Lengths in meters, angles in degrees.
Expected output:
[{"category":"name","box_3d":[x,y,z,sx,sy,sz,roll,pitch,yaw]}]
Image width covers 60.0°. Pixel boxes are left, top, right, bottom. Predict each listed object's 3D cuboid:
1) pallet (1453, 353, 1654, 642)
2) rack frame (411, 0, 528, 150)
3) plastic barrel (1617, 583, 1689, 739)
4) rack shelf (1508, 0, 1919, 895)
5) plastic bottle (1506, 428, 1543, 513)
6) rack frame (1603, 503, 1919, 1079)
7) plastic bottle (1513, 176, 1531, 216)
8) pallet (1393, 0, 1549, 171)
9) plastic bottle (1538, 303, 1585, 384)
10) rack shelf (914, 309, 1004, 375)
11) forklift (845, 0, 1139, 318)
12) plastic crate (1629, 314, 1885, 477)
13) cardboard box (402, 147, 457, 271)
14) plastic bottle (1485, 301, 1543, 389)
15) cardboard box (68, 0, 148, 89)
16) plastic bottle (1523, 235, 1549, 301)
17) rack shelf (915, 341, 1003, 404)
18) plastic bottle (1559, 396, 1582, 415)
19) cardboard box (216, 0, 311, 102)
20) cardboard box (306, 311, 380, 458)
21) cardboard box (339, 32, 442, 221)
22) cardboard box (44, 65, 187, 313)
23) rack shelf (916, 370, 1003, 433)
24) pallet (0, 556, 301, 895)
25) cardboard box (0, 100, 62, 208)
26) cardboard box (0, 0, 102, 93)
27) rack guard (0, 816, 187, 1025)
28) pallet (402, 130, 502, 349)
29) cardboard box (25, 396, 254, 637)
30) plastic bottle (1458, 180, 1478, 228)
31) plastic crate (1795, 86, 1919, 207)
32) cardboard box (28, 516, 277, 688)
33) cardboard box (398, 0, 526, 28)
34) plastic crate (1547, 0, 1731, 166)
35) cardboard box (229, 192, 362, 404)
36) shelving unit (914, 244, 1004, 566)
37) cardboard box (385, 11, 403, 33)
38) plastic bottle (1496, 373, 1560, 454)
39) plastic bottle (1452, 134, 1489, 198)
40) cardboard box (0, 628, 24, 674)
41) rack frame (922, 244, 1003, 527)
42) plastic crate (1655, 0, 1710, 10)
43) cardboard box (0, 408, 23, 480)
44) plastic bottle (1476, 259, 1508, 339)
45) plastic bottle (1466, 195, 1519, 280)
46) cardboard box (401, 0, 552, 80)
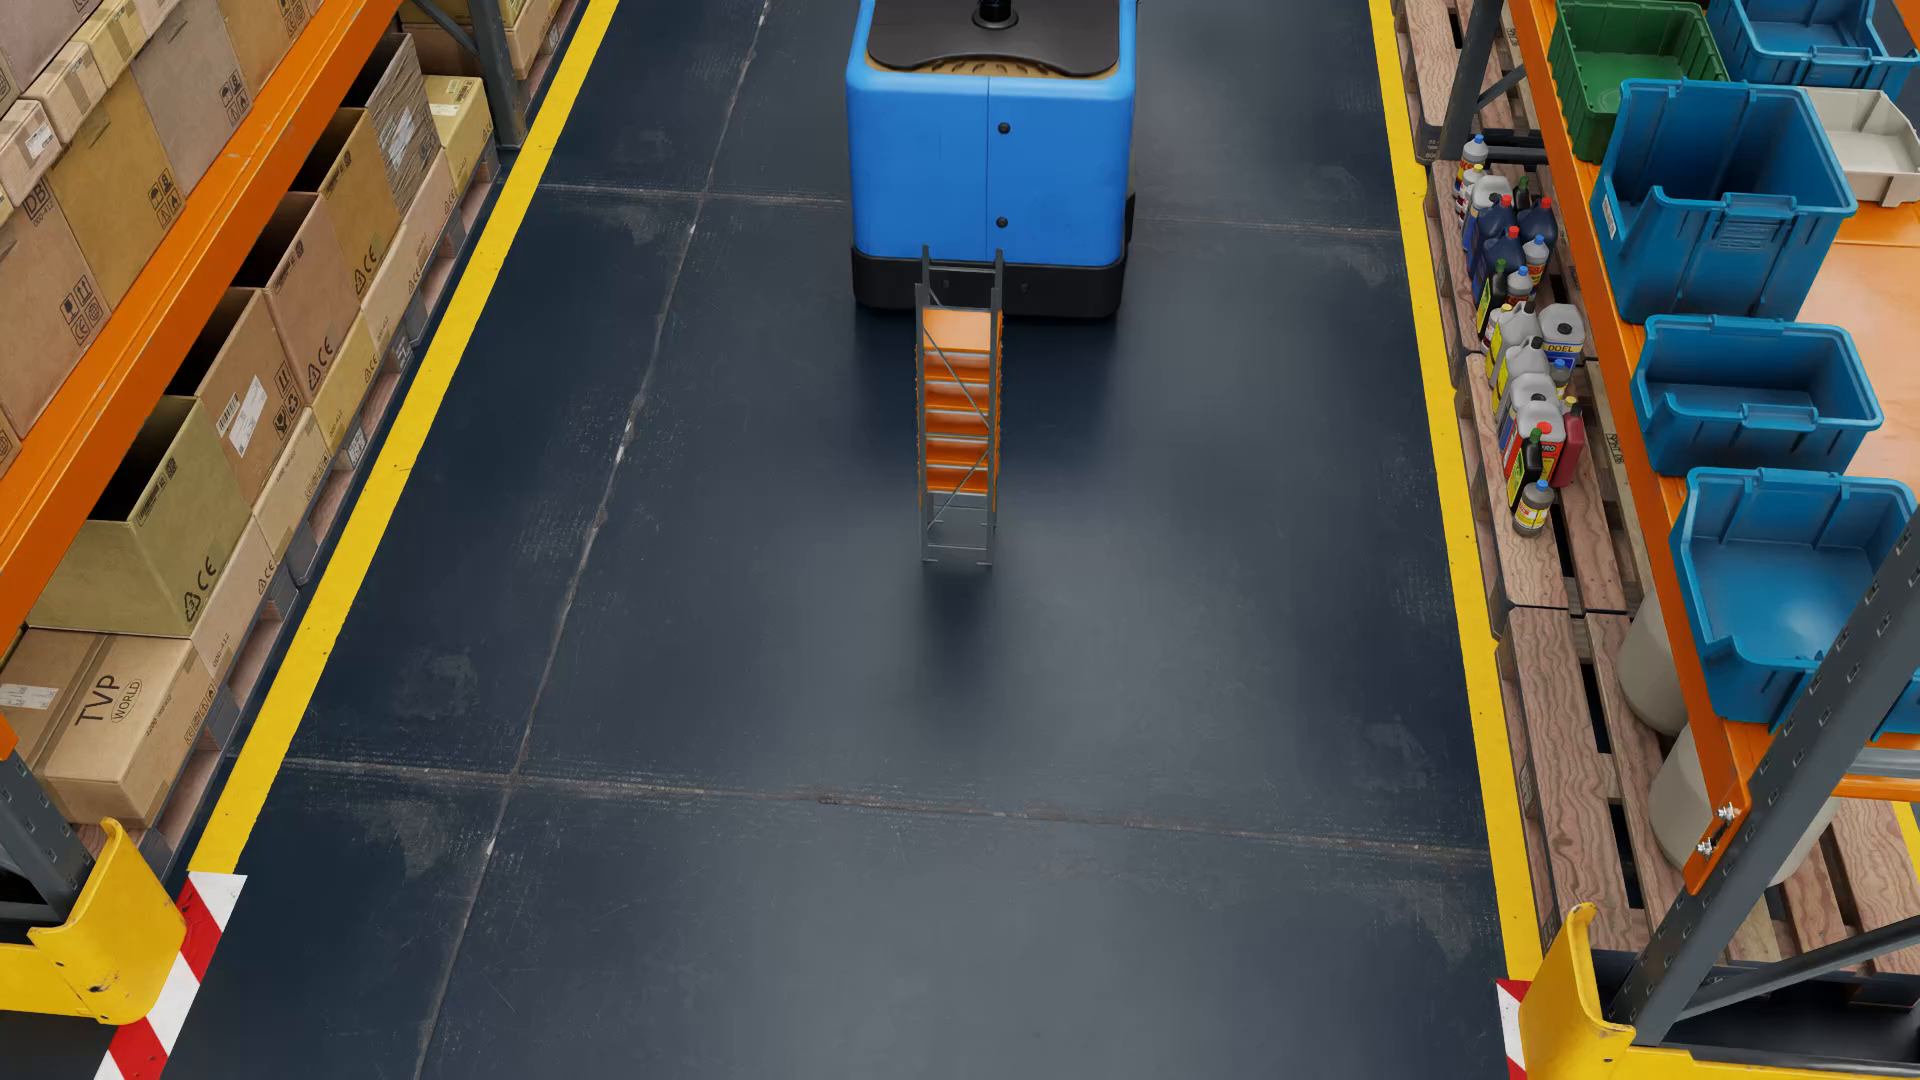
[{"category":"pallet","box_3d":[2.296,-0.141,5.736,1.003,0.211,1.213,4,48,4]},{"category":"rack frame","box_3d":[-2.425,-2.807,6.285,1.000,3.000,0.127,4,48,4]},{"category":"plastic barrel","box_3d":[2.172,0.309,4.836,0.421,0.512,0.421,0,48,0]},{"category":"rack shelf","box_3d":[2.325,-0.759,4.899,1.077,0.370,4.000,4,48,4]},{"category":"plastic bottle","box_3d":[1.866,-0.230,5.470,0.061,0.283,0.133,5,48,4]},{"category":"rack frame","box_3d":[2.143,0.468,3.289,1.000,3.000,0.127,4,48,4]},{"category":"plastic bottle","box_3d":[2.146,-1.253,6.405,0.061,0.283,0.133,4,48,4]},{"category":"pallet","box_3d":[2.540,-2.110,7.537,1.003,0.211,1.213,4,48,4]},{"category":"plastic bottle","box_3d":[2.114,-0.693,5.899,0.152,0.276,0.135,4,48,4]},{"category":"rack shelf","box_3d":[-0.001,-0.607,5.065,0.258,0.103,0.180,4,48,4]},{"category":"forklift","box_3d":[0.208,-2.937,6.450,1.130,2.935,3.031,3,48,3]},{"category":"plastic crate","box_3d":[1.955,-0.347,4.135,0.499,0.251,0.408,4,48,4]},{"category":"cardboard box","box_3d":[-2.305,-1.299,6.484,0.500,0.250,0.500,4,48,4]},{"category":"plastic bottle","box_3d":[1.965,-0.710,5.863,0.144,0.351,0.185,4,48,3]},{"category":"cardboard box","box_3d":[-2.424,-1.341,4.437,0.380,0.149,0.250,3,48,3]},{"category":"plastic bottle","box_3d":[2.128,-1.019,6.200,0.097,0.271,0.097,0,48,0]},{"category":"rack shelf","box_3d":[-0.001,-0.526,5.153,0.258,0.103,0.180,4,48,4]},{"category":"plastic bottle","box_3d":[2.063,-0.406,5.687,0.097,0.201,0.097,0,48,0]},{"category":"cardboard box","box_3d":[-2.550,-1.758,5.258,0.700,0.500,0.500,5,48,4]},{"category":"cardboard box","box_3d":[-2.381,-0.563,5.811,0.500,0.250,0.500,4,48,4]},{"category":"cardboard box","box_3d":[-2.307,-1.552,6.208,0.500,0.500,0.500,4,48,4]},{"category":"cardboard box","box_3d":[-2.640,-0.995,4.559,0.700,0.500,0.500,4,48,4]},{"category":"rack shelf","box_3d":[-0.001,-0.445,5.242,0.258,0.103,0.180,4,48,4]},{"category":"pallet","box_3d":[-2.762,0.508,5.142,1.003,0.211,1.213,4,48,4]},{"category":"cardboard box","box_3d":[-2.469,-0.957,4.085,0.380,0.149,0.250,3,48,3]},{"category":"cardboard box","box_3d":[-2.642,-1.478,4.122,0.700,0.500,0.500,4,48,4]},{"category":"rack guard","box_3d":[-2.792,0.993,4.503,1.175,0.500,0.348,4,48,4]},{"category":"pallet","box_3d":[-2.539,-1.285,6.782,1.003,0.211,1.213,4,48,4]},{"category":"cardboard box","box_3d":[-2.475,-0.082,4.862,0.500,0.500,0.500,4,48,4]},{"category":"plastic bottle","box_3d":[2.023,-1.322,6.524,0.097,0.201,0.097,0,48,0]},{"category":"plastic crate","box_3d":[2.612,-1.172,4.968,0.530,0.136,0.437,4,48,4]},{"category":"cardboard box","box_3d":[-2.477,0.171,5.139,0.500,0.250,0.500,4,48,4]},{"category":"cardboard box","box_3d":[-2.139,-2.497,7.200,0.500,0.311,0.500,4,48,4]},{"category":"plastic crate","box_3d":[2.103,-1.422,5.161,0.450,0.188,0.662,4,48,4]},{"category":"cardboard box","box_3d":[-2.380,-0.816,5.534,0.500,0.500,0.500,4,48,4]},{"category":"shelving unit","box_3d":[-0.001,-0.394,5.298,0.258,1.200,0.189,4,48,4]},{"category":"cardboard box","box_3d":[-2.676,-2.345,7.441,0.500,0.250,0.500,3,48,3]},{"category":"plastic bottle","box_3d":[1.937,-0.426,5.654,0.152,0.276,0.135,3,48,2]},{"category":"plastic bottle","box_3d":[2.042,-1.495,6.635,0.097,0.271,0.097,0,48,0]},{"category":"cardboard box","box_3d":[-3.035,0.504,4.835,0.500,0.250,0.500,4,48,4]},{"category":"rack frame","box_3d":[0.007,-0.462,5.359,0.240,1.200,0.006,4,48,4]},{"category":"plastic crate","box_3d":[2.333,-2.075,5.657,0.767,0.338,0.504,4,48,4]},{"category":"cardboard box","box_3d":[-2.734,-0.244,3.873,0.700,0.500,0.500,4,48,4]},{"category":"plastic bottle","box_3d":[1.947,-0.881,6.066,0.061,0.283,0.133,6,48,5]},{"category":"plastic bottle","box_3d":[2.021,-1.161,6.276,0.144,0.351,0.185,5,48,5]},{"category":"cardboard box","box_3d":[-2.141,-2.301,7.401,0.500,0.250,0.500,3,48,3]}]
